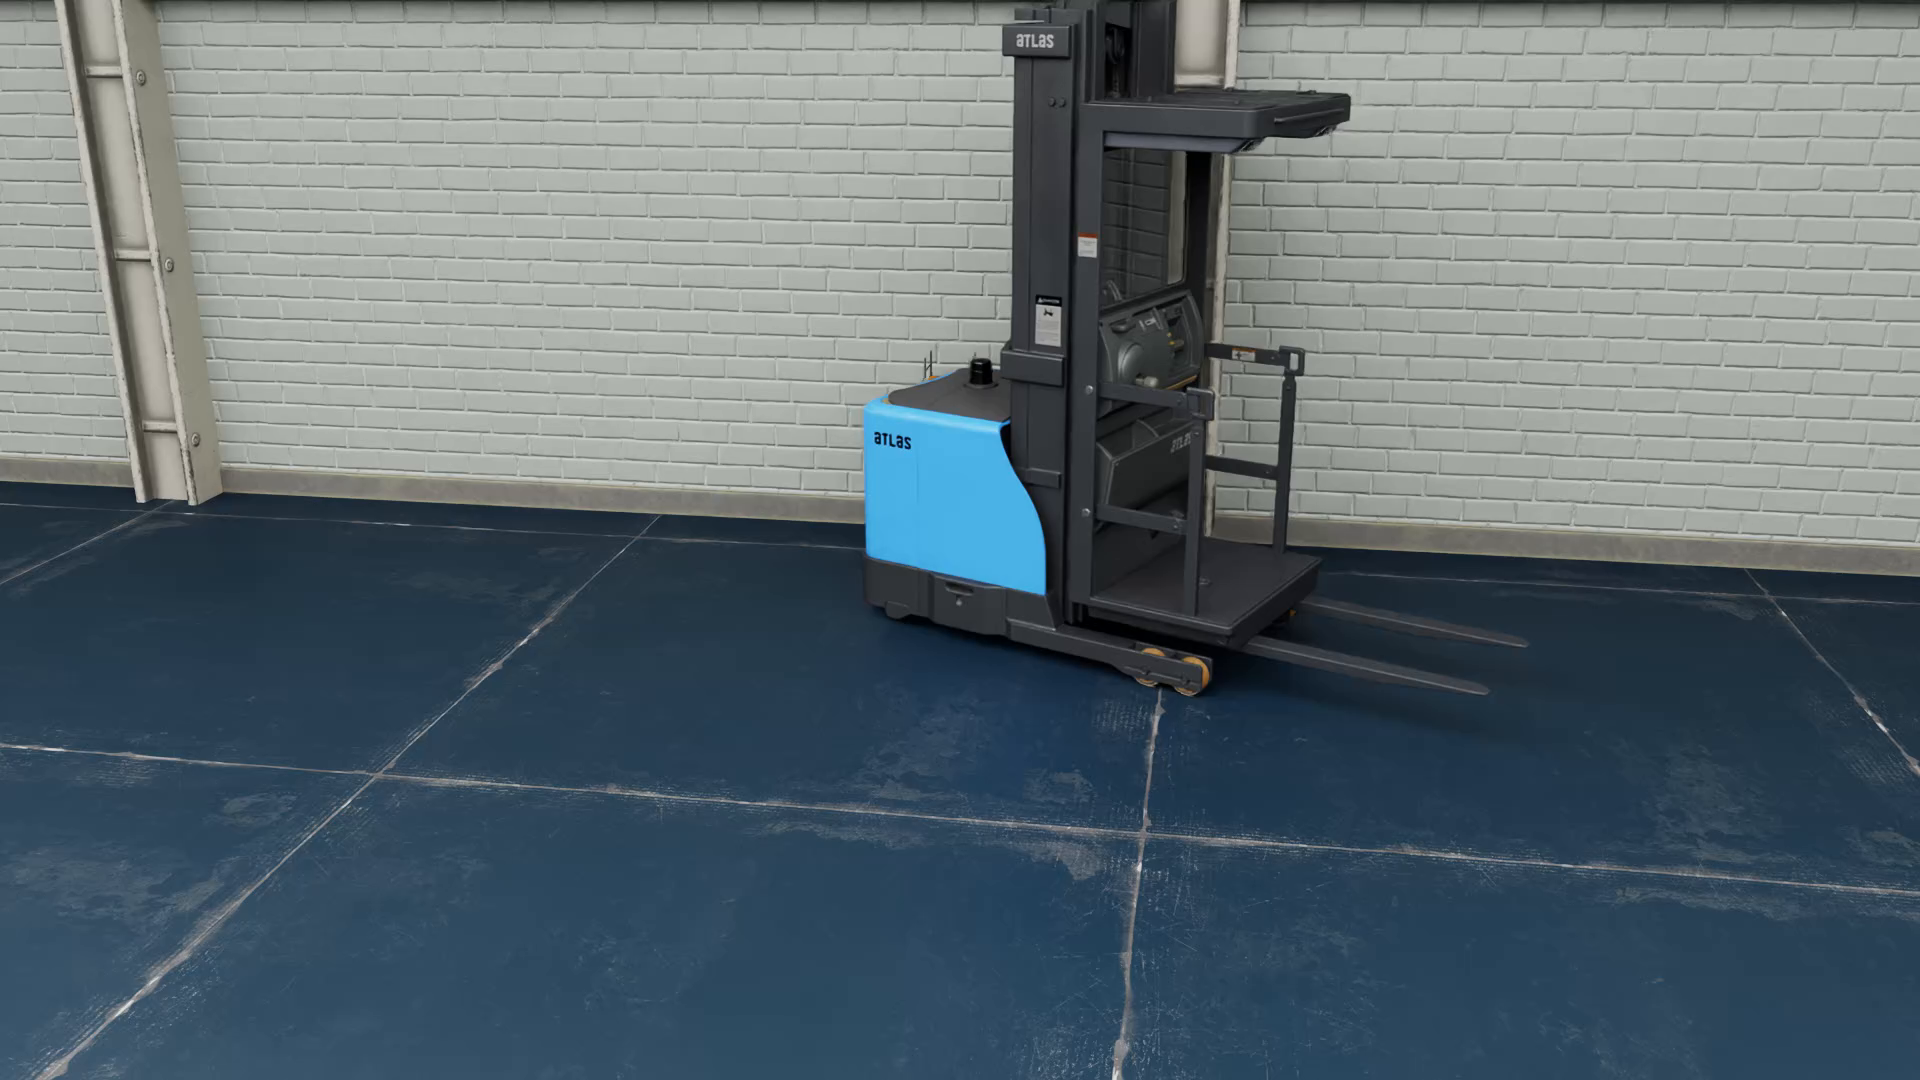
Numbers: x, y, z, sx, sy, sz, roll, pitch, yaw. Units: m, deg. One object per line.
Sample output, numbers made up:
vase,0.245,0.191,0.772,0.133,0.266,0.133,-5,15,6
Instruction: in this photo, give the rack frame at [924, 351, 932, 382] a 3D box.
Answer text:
rack frame,-0.173,-0.507,9.163,0.008,1.050,0.200,3,19,9

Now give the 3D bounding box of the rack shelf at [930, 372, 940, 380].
rack shelf,-0.053,-0.760,9.058,0.240,0.259,0.215,3,19,9

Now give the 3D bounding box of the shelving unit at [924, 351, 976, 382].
shelving unit,-0.053,-0.501,9.145,0.252,1.050,0.215,3,19,9

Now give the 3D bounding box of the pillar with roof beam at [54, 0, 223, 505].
pillar with roof beam,-5.410,-3.185,4.639,0.400,9.000,9.100,3,19,9

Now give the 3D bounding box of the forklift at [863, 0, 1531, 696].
forklift,1.041,-0.901,7.377,3.031,2.935,1.130,12,22,31

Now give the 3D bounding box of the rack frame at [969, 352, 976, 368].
rack frame,0.068,-0.494,9.126,0.008,1.050,0.200,3,19,9

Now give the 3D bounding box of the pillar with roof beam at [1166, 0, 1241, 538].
pillar with roof beam,0.514,-2.883,3.737,0.400,9.000,9.100,3,19,9
